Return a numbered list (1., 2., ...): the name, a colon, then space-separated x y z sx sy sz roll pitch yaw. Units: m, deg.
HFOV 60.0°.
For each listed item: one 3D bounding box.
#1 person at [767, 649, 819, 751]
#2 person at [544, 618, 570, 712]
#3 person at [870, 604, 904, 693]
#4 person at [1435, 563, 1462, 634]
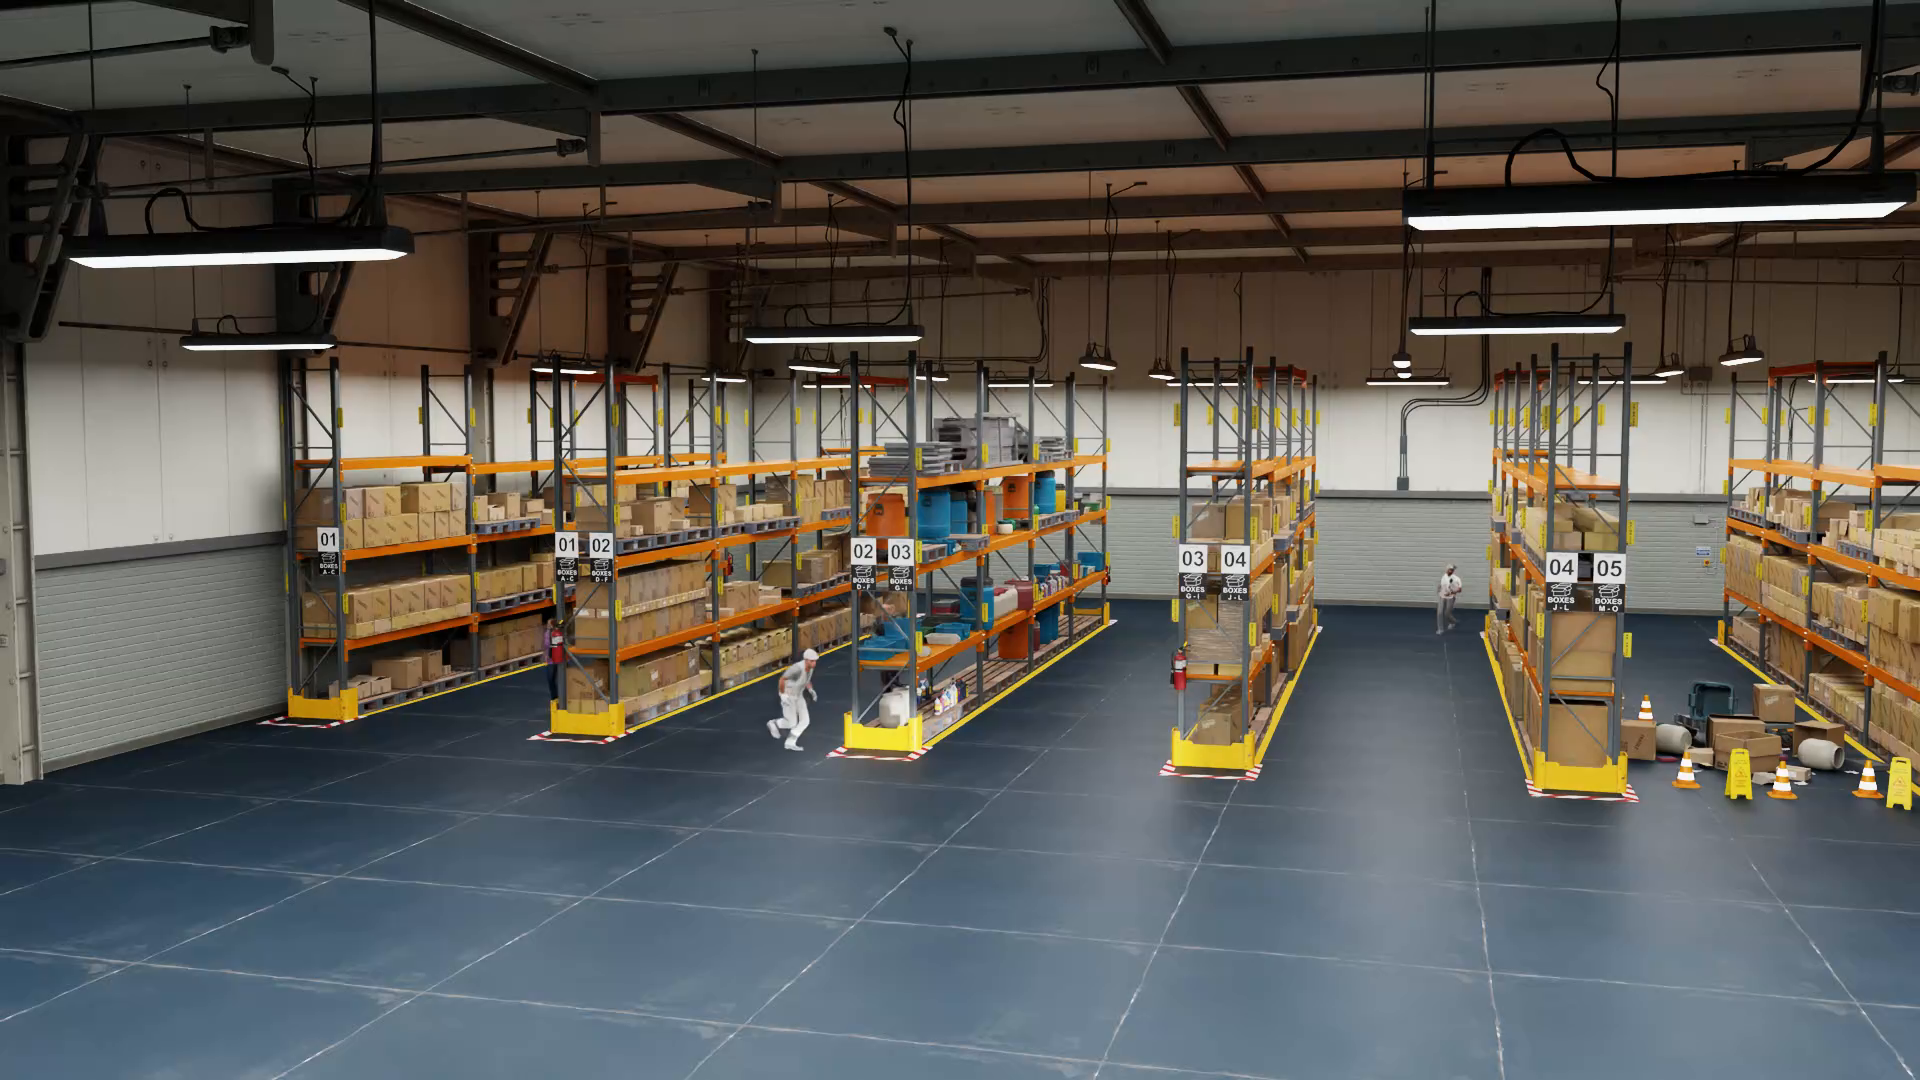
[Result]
1. person: -2.524 2.394 24.995 1.026 1.571 0.672 3 5 34
2. person: -6.916 2.114 28.501 0.529 1.566 0.797 1 4 12
3. person: -1.328 1.964 30.258 0.630 1.658 0.738 0 4 -4
4. person: 11.391 1.359 38.660 0.720 1.673 0.619 -4 6 -41
